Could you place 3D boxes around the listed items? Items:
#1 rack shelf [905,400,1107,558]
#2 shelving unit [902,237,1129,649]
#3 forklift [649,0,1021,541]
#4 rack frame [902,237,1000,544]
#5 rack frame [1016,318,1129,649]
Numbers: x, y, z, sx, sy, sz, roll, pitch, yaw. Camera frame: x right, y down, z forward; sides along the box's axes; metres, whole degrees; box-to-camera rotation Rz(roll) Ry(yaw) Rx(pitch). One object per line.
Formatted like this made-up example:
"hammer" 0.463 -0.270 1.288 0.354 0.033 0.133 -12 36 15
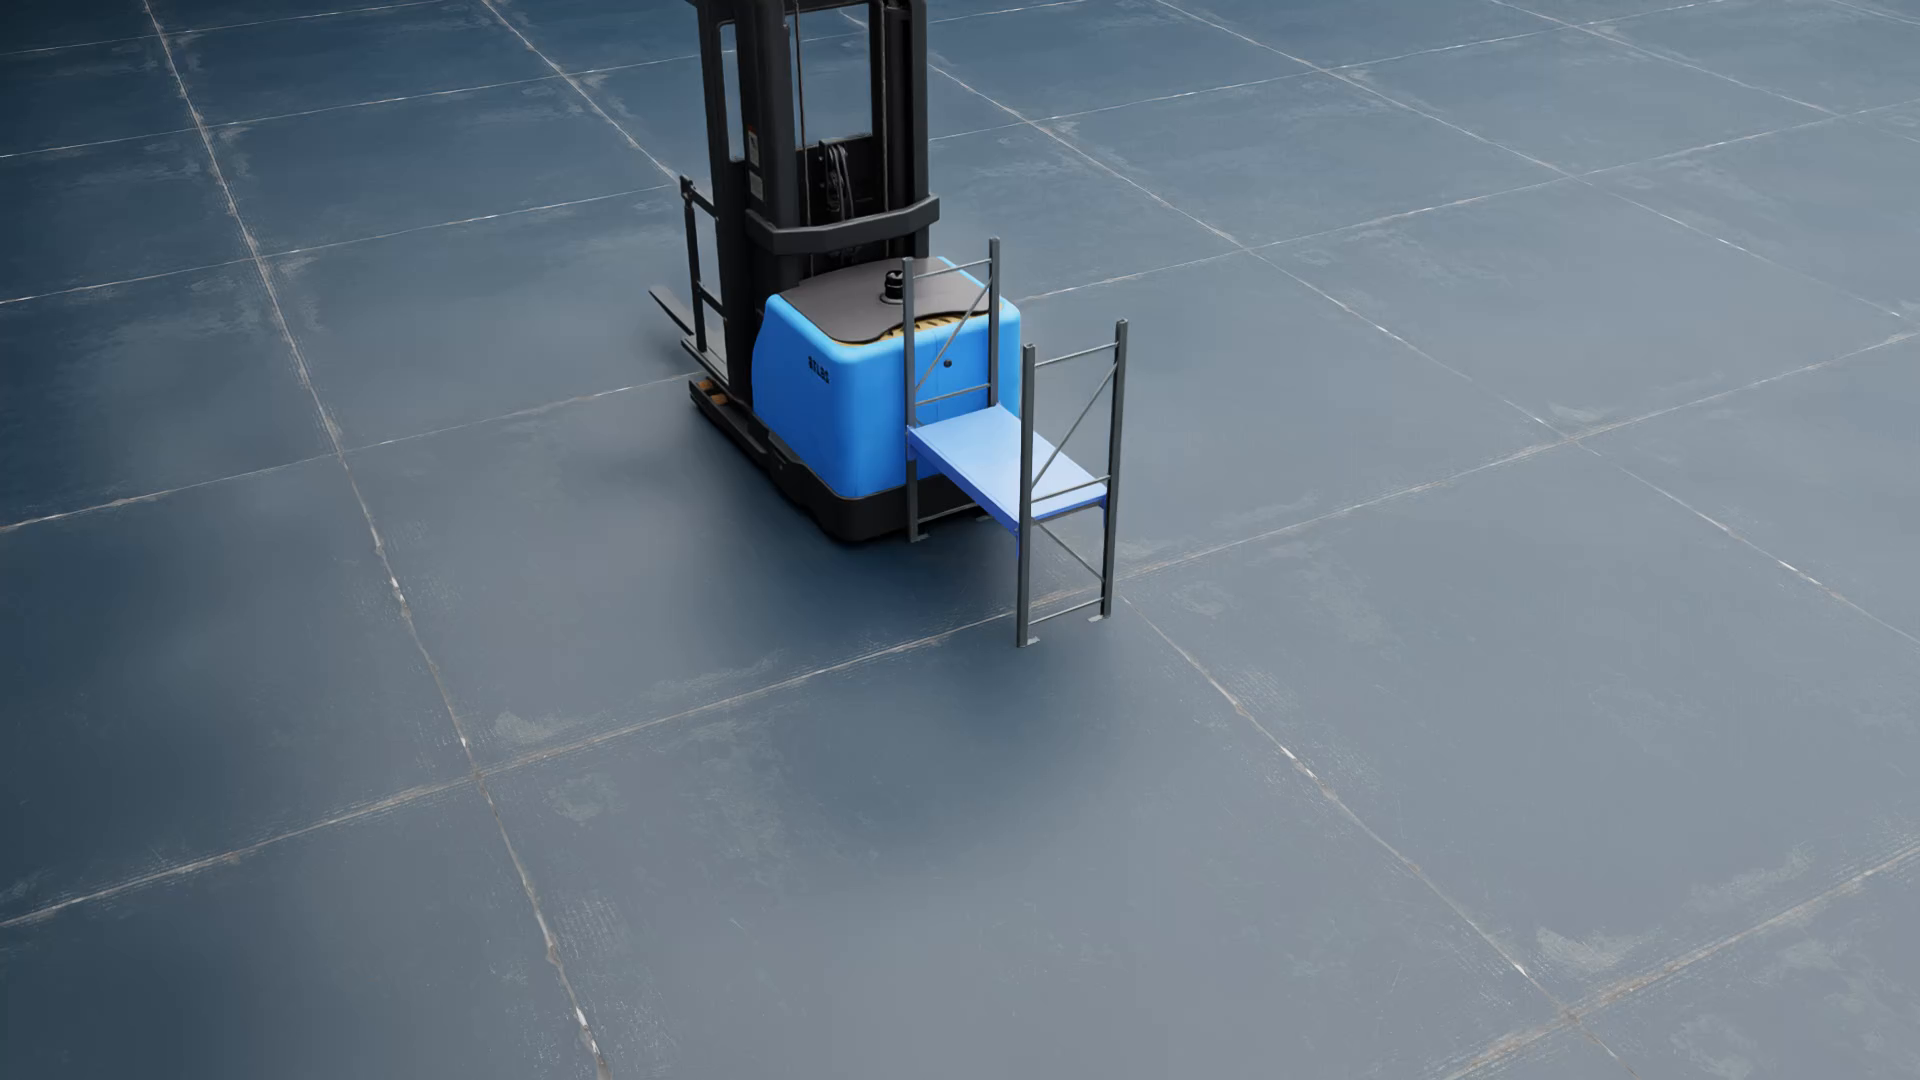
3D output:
"rack shelf" 0.219 -0.300 7.662 0.538 0.185 1.000 -18 37 -25
"shelving unit" 0.219 -0.452 7.565 0.538 1.500 1.048 -18 37 -25
"forklift" -0.869 -1.994 8.646 1.130 2.935 3.031 -18 37 -25
"rack frame" -0.038 -0.688 7.934 0.500 1.500 0.032 -18 37 -25
"rack frame" 0.476 -0.215 7.196 0.500 1.500 0.032 -18 37 -25
